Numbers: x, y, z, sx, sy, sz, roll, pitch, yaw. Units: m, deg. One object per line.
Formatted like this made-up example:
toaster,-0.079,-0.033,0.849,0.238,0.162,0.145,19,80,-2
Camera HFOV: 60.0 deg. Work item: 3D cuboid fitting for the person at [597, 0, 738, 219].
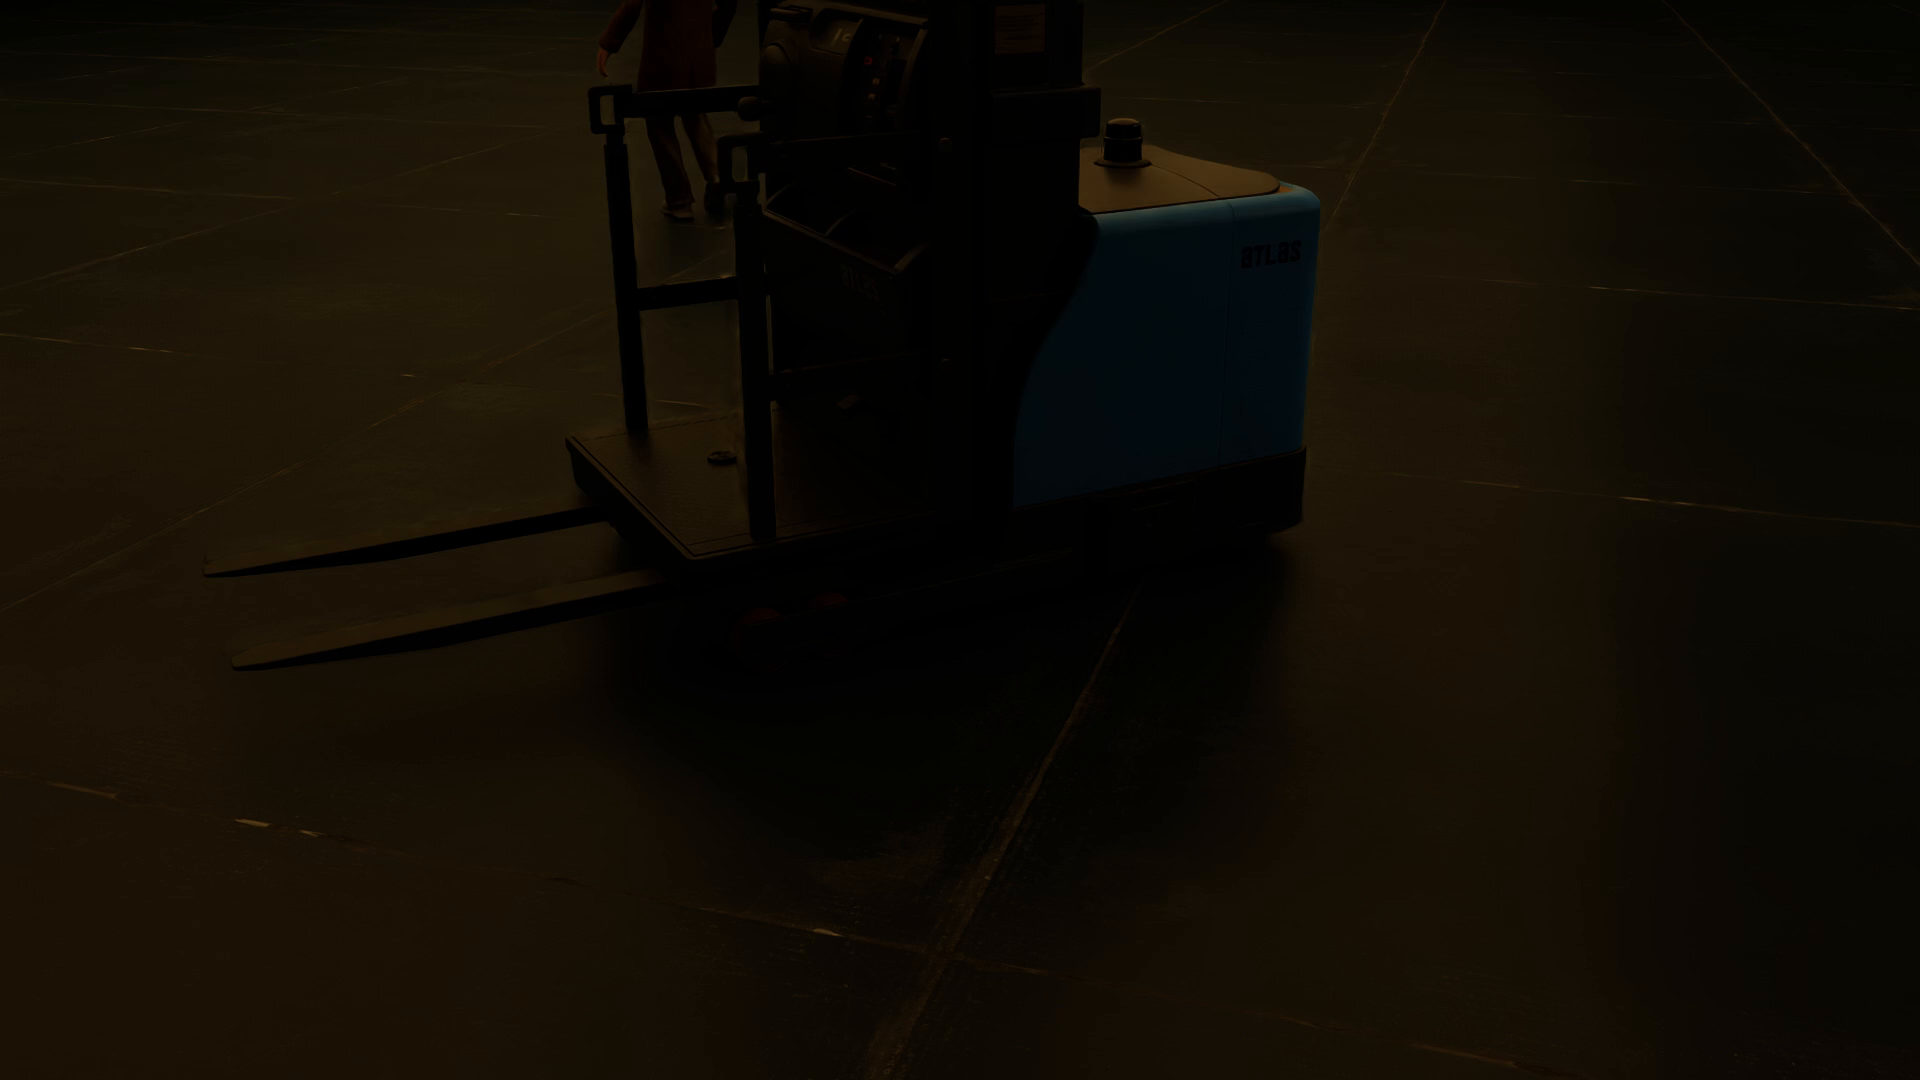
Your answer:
person,-1.635,-2.683,9.363,0.850,1.767,0.498,-14,26,-31

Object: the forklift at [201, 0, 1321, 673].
forklift,-0.501,-1.241,4.286,3.031,2.935,1.130,-12,25,-26
